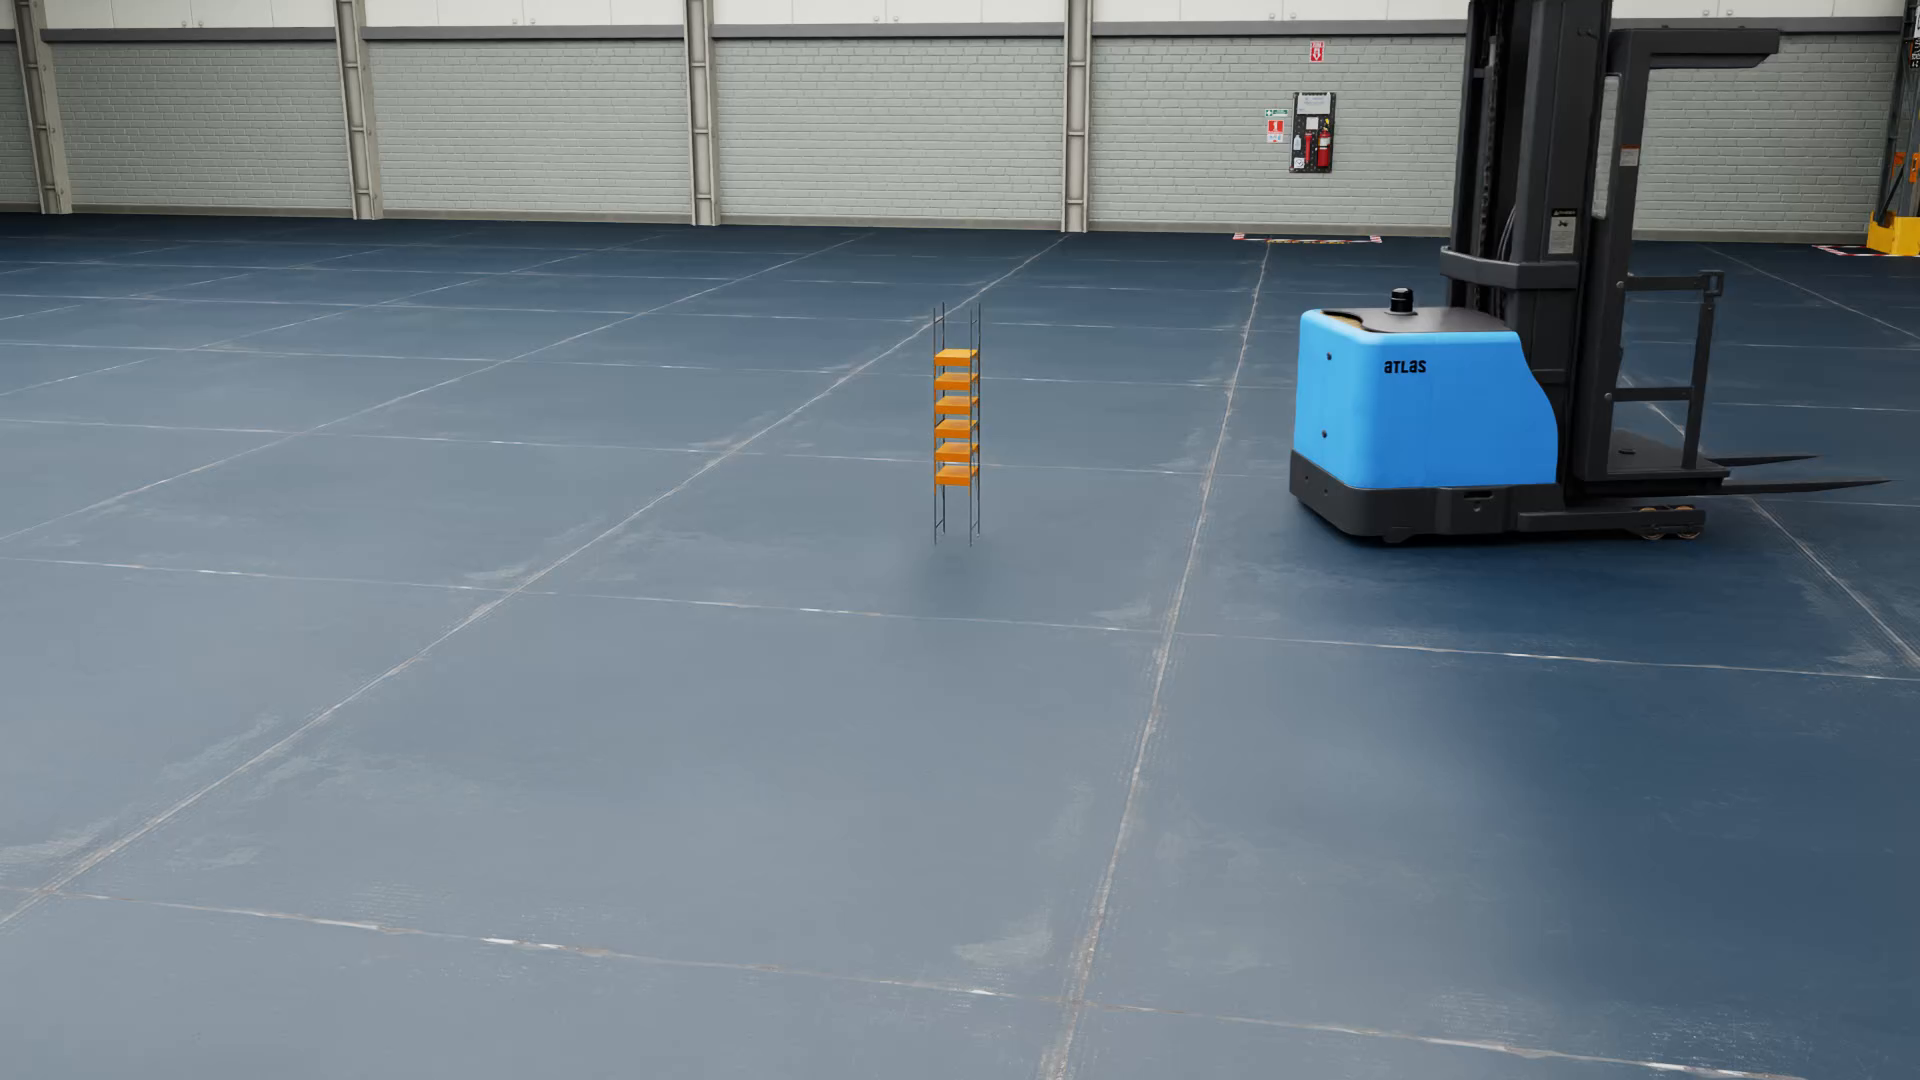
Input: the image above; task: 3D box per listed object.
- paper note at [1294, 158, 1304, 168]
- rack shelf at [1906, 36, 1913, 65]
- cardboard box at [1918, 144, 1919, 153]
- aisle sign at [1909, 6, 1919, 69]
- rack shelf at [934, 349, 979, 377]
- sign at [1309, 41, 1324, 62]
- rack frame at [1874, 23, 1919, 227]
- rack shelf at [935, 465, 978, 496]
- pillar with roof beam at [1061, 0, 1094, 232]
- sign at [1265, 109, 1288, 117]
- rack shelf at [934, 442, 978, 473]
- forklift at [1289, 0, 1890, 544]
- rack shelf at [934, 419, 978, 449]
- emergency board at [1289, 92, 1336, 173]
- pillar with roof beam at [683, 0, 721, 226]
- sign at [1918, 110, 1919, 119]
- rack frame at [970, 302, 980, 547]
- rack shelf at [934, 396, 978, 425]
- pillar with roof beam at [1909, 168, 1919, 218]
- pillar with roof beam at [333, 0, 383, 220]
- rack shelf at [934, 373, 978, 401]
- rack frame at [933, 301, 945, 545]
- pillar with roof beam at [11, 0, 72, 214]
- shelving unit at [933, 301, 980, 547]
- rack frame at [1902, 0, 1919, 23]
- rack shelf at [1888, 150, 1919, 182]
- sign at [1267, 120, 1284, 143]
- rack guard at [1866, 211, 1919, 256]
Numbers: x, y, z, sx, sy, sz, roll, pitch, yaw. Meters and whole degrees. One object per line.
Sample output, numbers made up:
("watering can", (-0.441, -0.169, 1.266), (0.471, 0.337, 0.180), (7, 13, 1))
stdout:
("paper note", (5.089, -5.655, 24.939), (0.142, 0.148, 0.016), (3, 16, 11))
("rack shelf", (14.644, -6.395, 21.688), (4.000, 0.370, 1.077), (3, 16, 11))
("cardboard box", (13.181, -5.366, 22.487), (0.500, 0.250, 0.500), (3, 16, 12))
("aisle sign", (12.554, -6.581, 21.760), (0.004, 0.787, 0.394), (3, 16, 11))
("rack shelf", (-0.014, -0.883, 8.250), (0.180, 0.103, 0.258), (3, 16, 11))
("sign", (5.260, -7.196, 24.508), (0.199, 0.298, 0.001), (3, 16, 11))
("rack frame", (12.684, -5.403, 22.377), (0.127, 3.000, 1.000), (3, 16, 11))
("rack shelf", (-0.014, -0.305, 8.411), (0.180, 0.103, 0.258), (3, 16, 11))
("pillar with roof beam", (0.925, -7.995, 20.497), (0.400, 9.000, 9.100), (3, 16, 11))
("sign", (4.730, -6.379, 24.841), (0.331, 0.109, 0.001), (3, 16, 11))
("rack shelf", (-0.014, -0.421, 8.379), (0.180, 0.103, 0.258), (3, 16, 11))
("forklift", (3.375, -1.549, 8.592), (3.031, 2.935, 1.130), (-2, 16, -7))
("rack shelf", (-0.014, -0.536, 8.346), (0.180, 0.103, 0.258), (3, 16, 11))
("emergency board", (5.248, -6.052, 24.722), (0.643, 1.169, 0.194), (3, 16, 11))
("pillar with roof beam", (-4.955, -8.314, 21.650), (0.400, 9.000, 9.100), (3, 16, 11))
("sign", (12.576, -5.678, 21.749), (0.005, 0.325, 0.100), (3, 16, 11))
("rack frame", (0.075, -0.574, 8.317), (0.006, 1.200, 0.240), (3, 16, 11))
("rack shelf", (-0.014, -0.652, 8.314), (0.180, 0.103, 0.258), (3, 16, 11))
("pillar with roof beam", (12.684, -7.357, 18.193), (0.400, 9.000, 9.100), (3, 16, 11))
("pillar with roof beam", (-10.834, -8.633, 22.802), (0.400, 9.000, 9.100), (3, 16, 11))
("rack shelf", (-0.014, -0.767, 8.282), (0.180, 0.103, 0.258), (3, 16, 11))
("rack frame", (-0.104, -0.584, 8.352), (0.006, 1.200, 0.240), (3, 16, 11))
("pillar with roof beam", (-16.714, -8.953, 23.954), (0.400, 9.000, 9.100), (3, 16, 11))
("shelving unit", (-0.014, -0.579, 8.335), (0.189, 1.200, 0.258), (3, 16, 11))
("rack frame", (12.684, -8.294, 21.576), (0.127, 3.000, 1.000), (3, 16, 11))
("rack shelf", (14.644, -4.950, 22.089), (4.000, 0.370, 1.077), (3, 16, 11))
("sign", (4.727, -6.126, 24.921), (0.234, 0.329, 0.001), (3, 16, 11))
("rack guard", (12.758, -4.194, 22.696), (0.348, 0.500, 1.175), (3, 16, 11))
